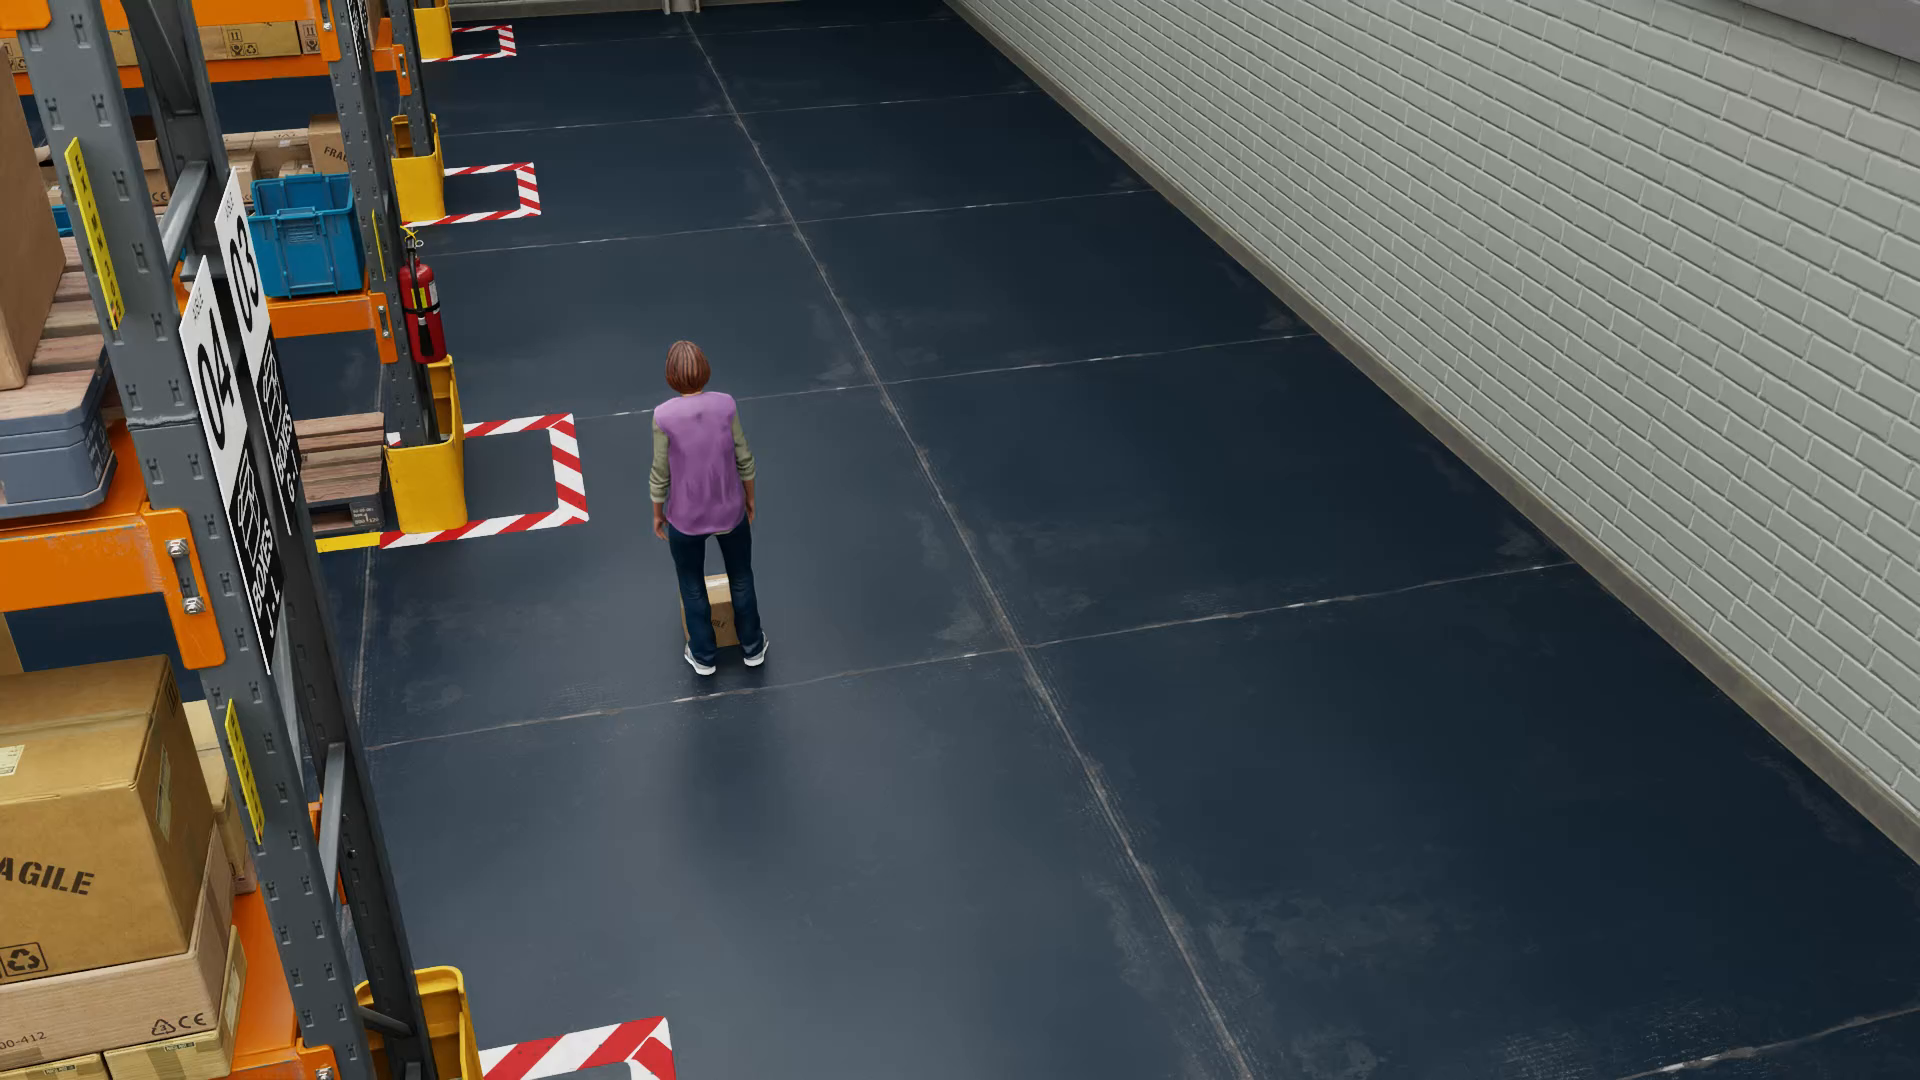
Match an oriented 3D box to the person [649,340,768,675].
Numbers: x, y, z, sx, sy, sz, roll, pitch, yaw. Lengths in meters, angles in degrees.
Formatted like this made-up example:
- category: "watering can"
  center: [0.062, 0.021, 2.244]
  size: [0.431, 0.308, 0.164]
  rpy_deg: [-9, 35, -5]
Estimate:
- category: "person"
  center: [-1.115, -0.117, 7.338]
  size: [0.485, 1.594, 0.341]
  rpy_deg: [-10, 32, -16]
